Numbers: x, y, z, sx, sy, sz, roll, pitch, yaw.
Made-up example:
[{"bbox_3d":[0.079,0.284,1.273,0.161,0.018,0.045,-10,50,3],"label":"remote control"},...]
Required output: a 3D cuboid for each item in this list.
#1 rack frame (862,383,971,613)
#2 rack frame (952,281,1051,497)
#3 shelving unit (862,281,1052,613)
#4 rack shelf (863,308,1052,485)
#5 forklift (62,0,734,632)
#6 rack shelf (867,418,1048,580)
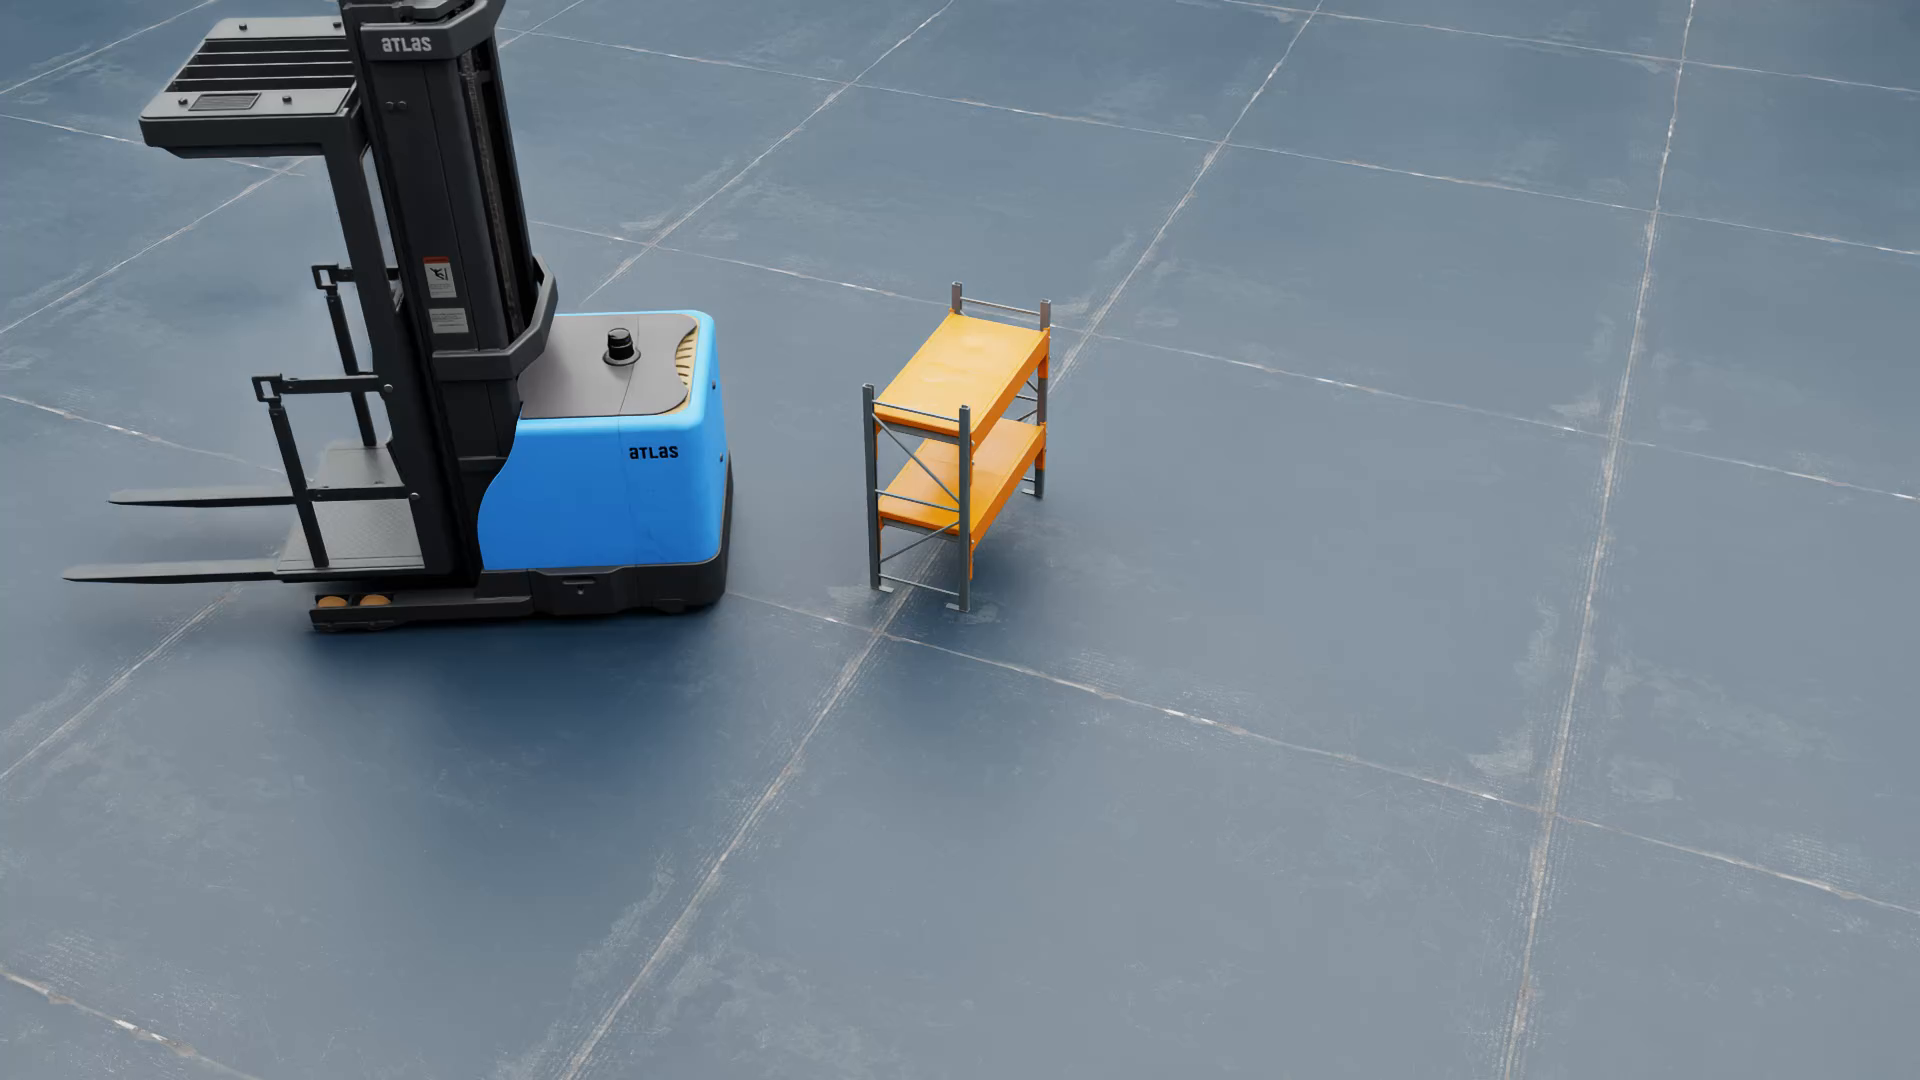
[{"bbox_3d":[-0.191,-0.173,7.542,0.500,1.125,0.032,14,39,18],"label":"rack frame"},{"bbox_3d":[0.196,-0.736,8.295,0.500,1.125,0.032,14,39,18],"label":"rack frame"},{"bbox_3d":[0.003,-0.454,7.918,0.538,1.125,1.048,14,39,18],"label":"shelving unit"},{"bbox_3d":[0.003,-0.689,7.743,0.538,0.278,1.000,14,39,18],"label":"rack shelf"},{"bbox_3d":[-2.642,-1.077,7.242,3.031,2.935,1.130,-2,37,-3],"label":"forklift"},{"bbox_3d":[0.003,-0.258,8.065,0.538,0.278,1.000,14,39,18],"label":"rack shelf"}]
